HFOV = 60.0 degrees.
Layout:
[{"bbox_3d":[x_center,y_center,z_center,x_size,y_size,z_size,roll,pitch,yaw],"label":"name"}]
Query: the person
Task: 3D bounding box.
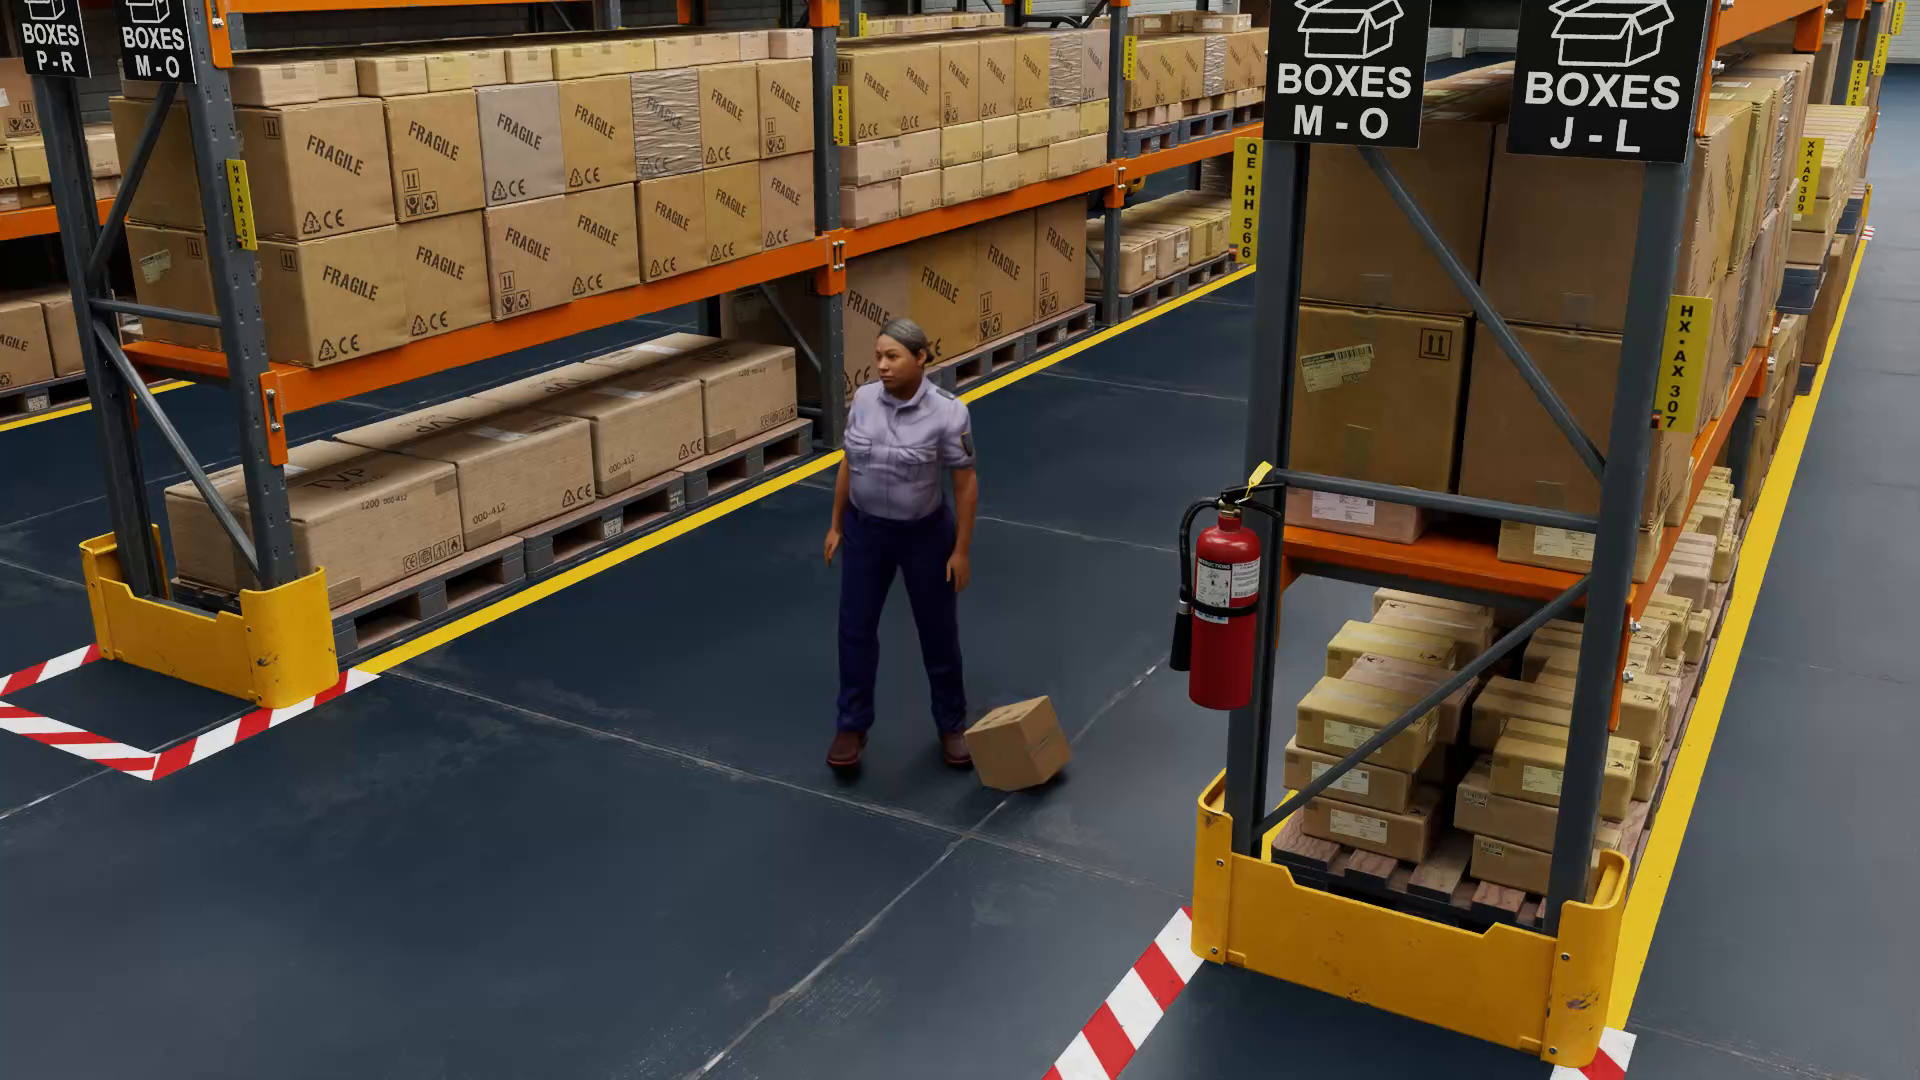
[{"bbox_3d":[-0.231,0.028,5.943,0.588,1.652,0.501,7,21,19],"label":"person"}]
